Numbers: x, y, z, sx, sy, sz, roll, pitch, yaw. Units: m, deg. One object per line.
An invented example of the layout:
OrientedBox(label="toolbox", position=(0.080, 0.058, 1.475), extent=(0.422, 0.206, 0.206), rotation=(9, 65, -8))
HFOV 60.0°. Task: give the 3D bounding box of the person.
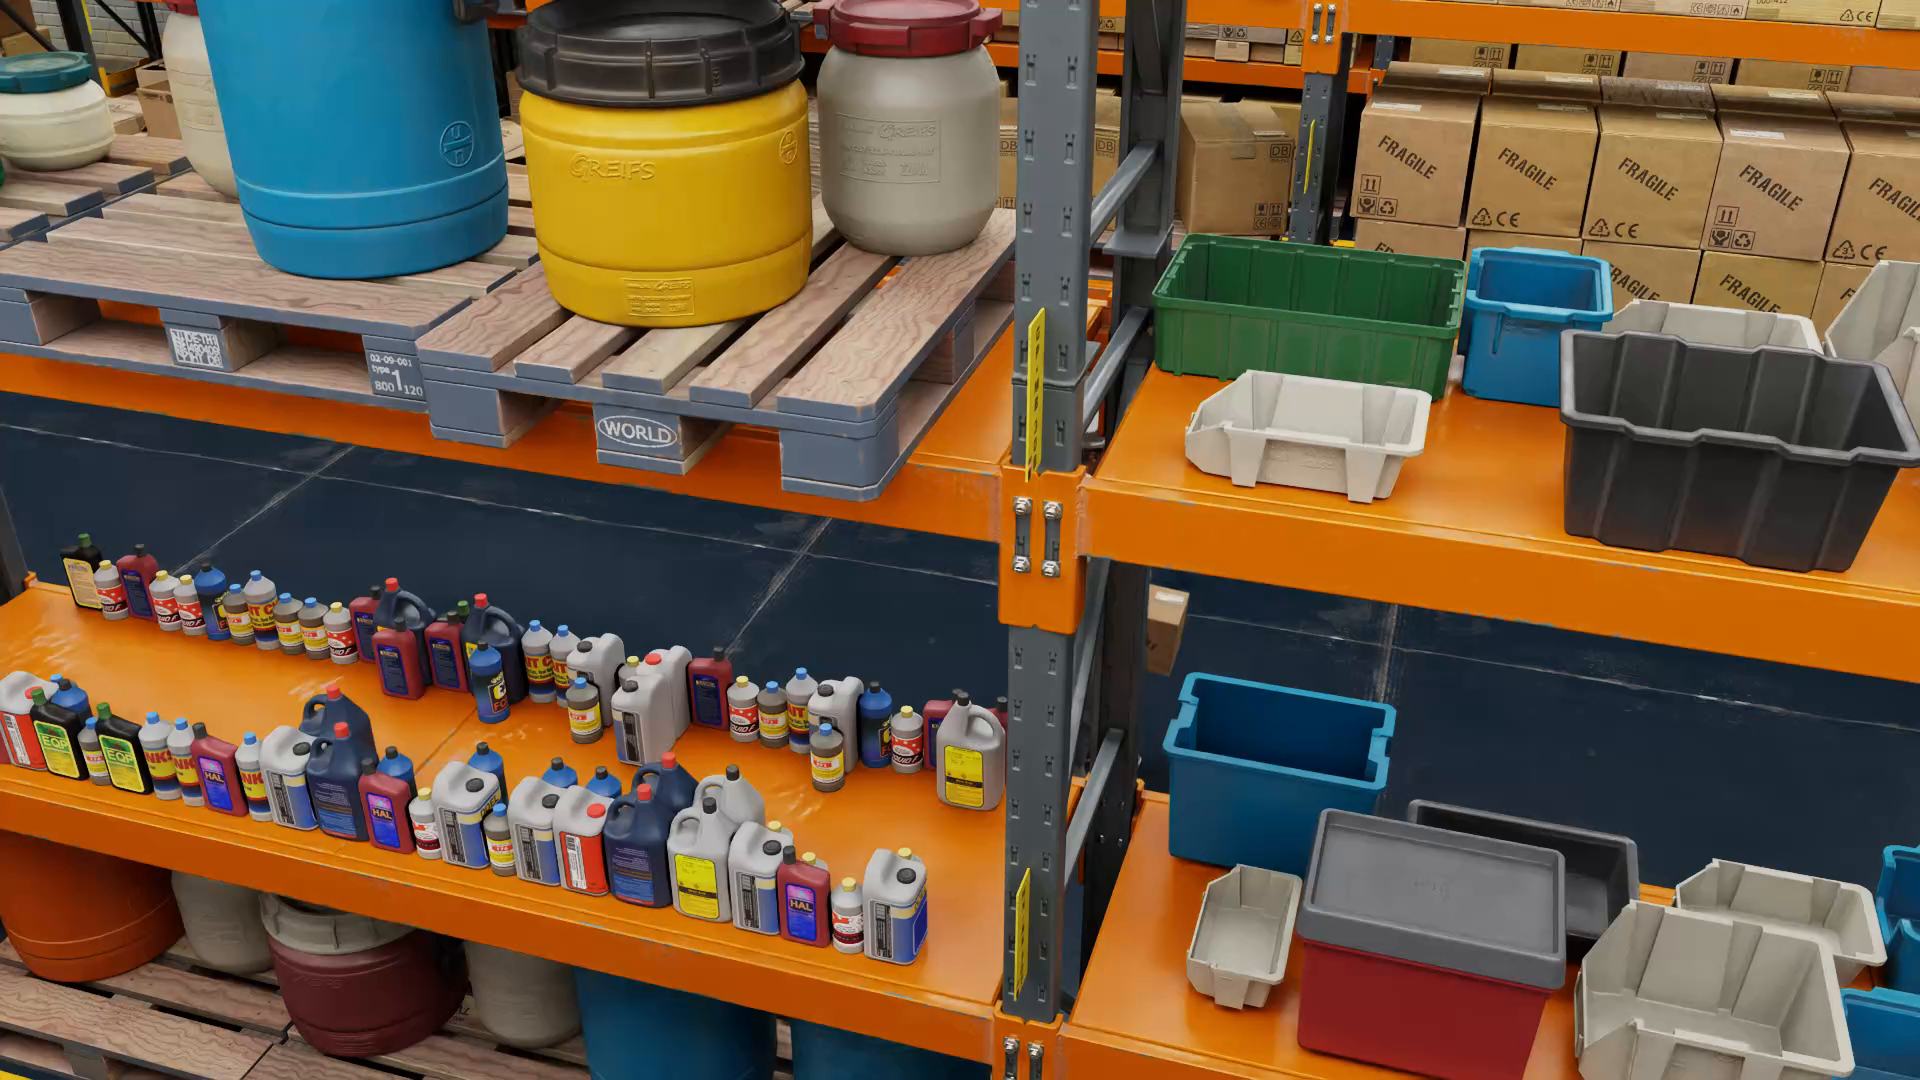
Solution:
OrientedBox(label="person", position=(0.542, 0.251, 6.659), extent=(0.421, 1.682, 0.481), rotation=(8, 30, 14))
